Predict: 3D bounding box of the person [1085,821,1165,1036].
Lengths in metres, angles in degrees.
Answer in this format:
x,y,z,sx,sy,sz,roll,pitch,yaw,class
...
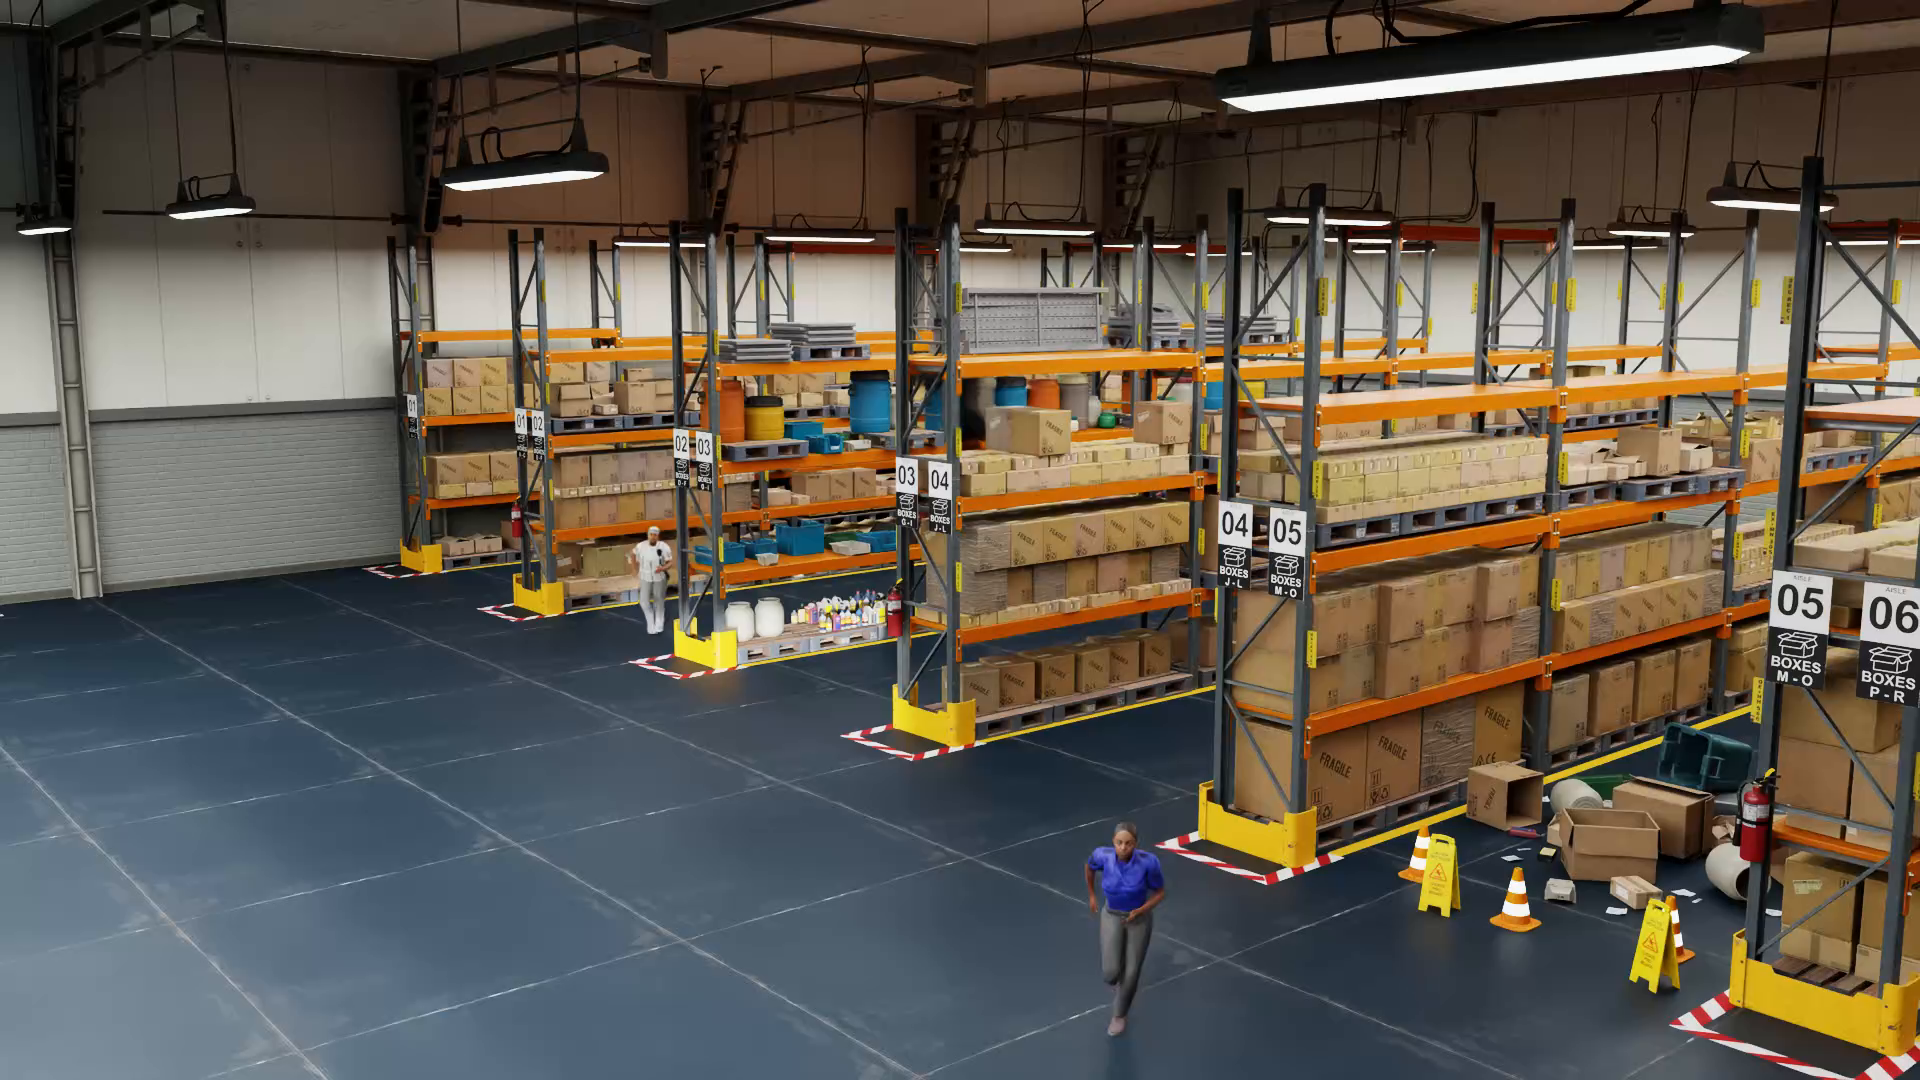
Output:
x,y,z,sx,sy,sz,roll,pitch,yaw,class
1.130,2.669,11.477,0.562,1.574,0.689,1,9,8,person

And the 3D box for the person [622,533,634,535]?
x,y,z,sx,sy,sz,roll,pitch,yaw,class
-5.983,-0.367,30.176,0.652,1.805,0.983,8,12,41,person

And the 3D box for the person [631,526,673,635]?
x,y,z,sx,sy,sz,roll,pitch,yaw,class
-4.537,0.601,24.484,0.641,1.621,0.775,-1,9,-4,person
